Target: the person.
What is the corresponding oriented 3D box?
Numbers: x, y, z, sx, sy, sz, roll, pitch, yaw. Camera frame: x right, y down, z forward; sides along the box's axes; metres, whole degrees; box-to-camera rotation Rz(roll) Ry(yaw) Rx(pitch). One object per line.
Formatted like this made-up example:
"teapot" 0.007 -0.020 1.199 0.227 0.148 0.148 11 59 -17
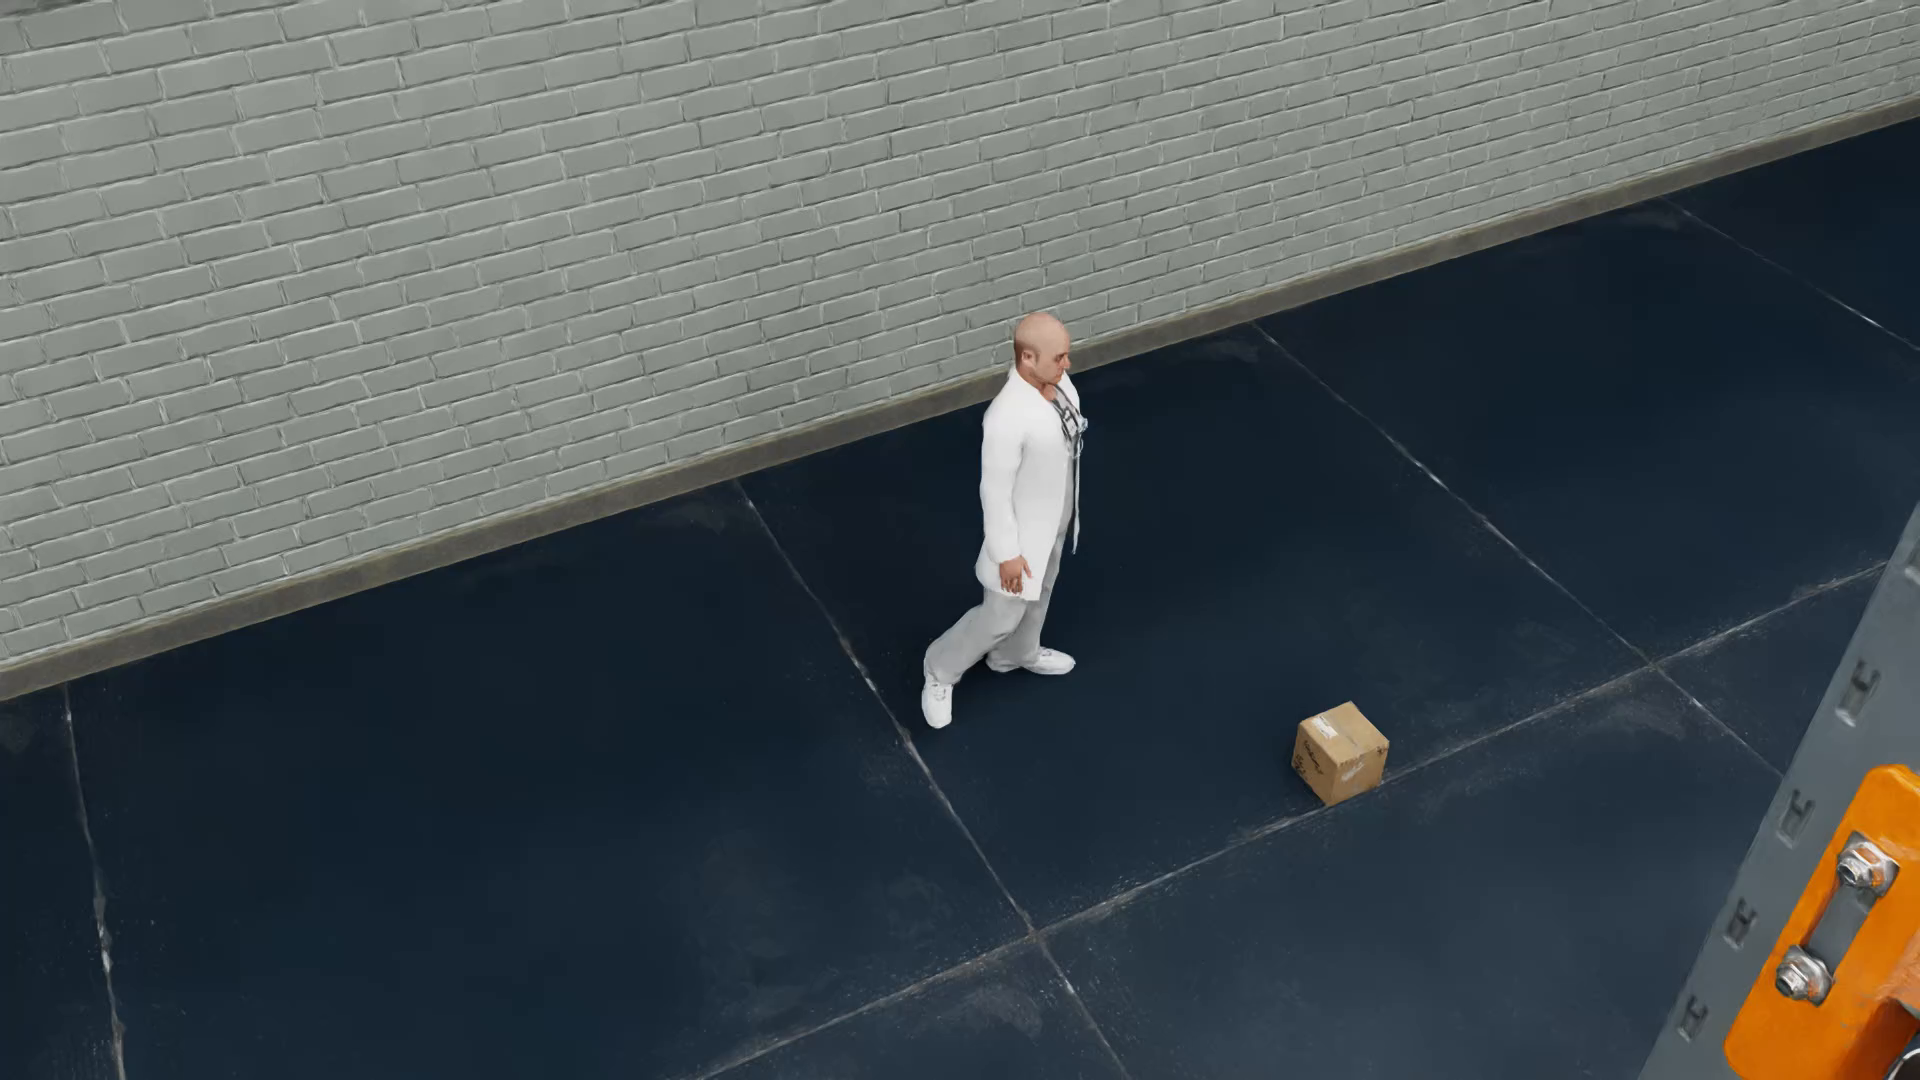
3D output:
"person" 0.151 -0.066 6.378 0.550 1.769 0.788 19 44 20
